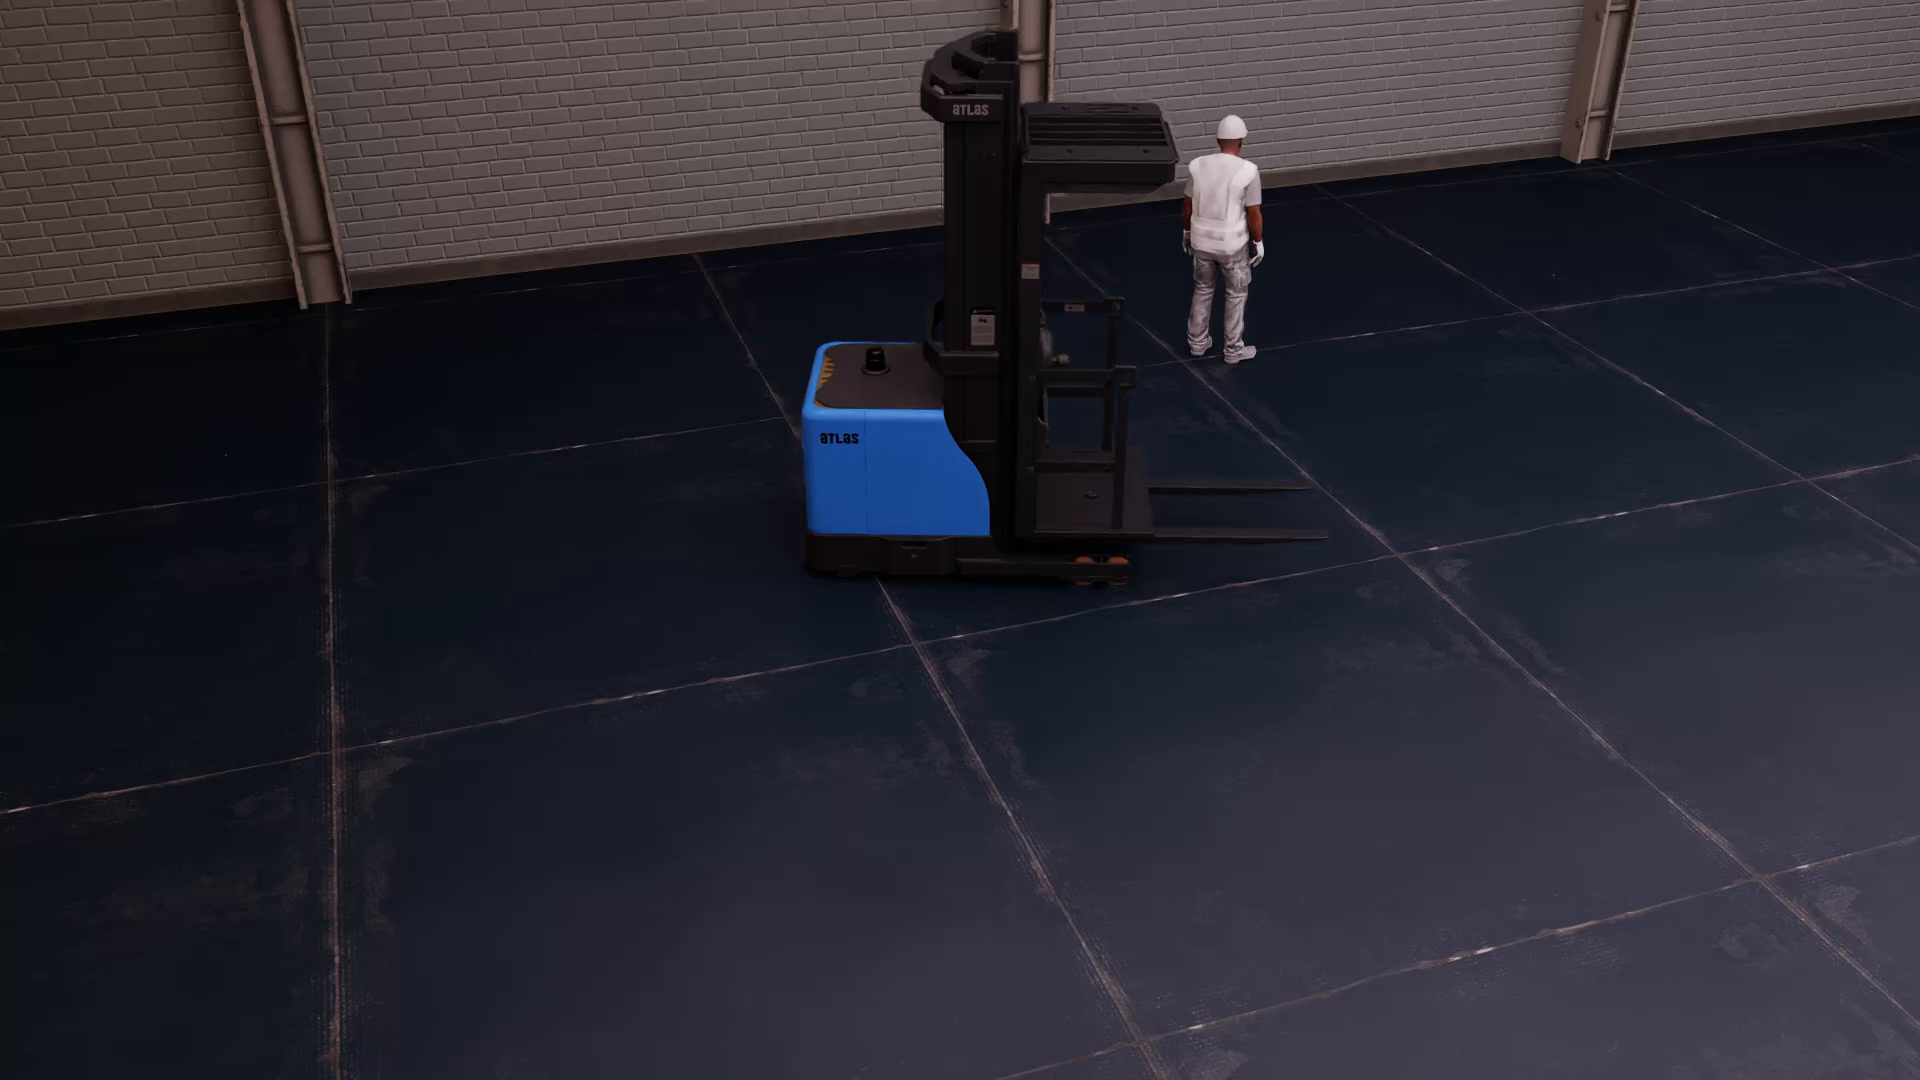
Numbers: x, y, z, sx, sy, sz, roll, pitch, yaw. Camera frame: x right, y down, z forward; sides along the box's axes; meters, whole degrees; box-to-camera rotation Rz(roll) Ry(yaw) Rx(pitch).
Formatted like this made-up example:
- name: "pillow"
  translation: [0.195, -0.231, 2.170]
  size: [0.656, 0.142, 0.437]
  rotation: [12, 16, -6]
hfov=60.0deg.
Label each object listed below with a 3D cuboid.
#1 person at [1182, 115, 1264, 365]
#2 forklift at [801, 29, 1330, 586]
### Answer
- name: "person"
  translation: [1.895, -2.163, 12.011]
  size: [0.623, 1.773, 0.451]
  rotation: [18, 34, 28]
- name: "forklift"
  translation: [0.632, -1.274, 9.301]
  size: [3.031, 2.935, 1.130]
  rotation: [1, 30, 1]
